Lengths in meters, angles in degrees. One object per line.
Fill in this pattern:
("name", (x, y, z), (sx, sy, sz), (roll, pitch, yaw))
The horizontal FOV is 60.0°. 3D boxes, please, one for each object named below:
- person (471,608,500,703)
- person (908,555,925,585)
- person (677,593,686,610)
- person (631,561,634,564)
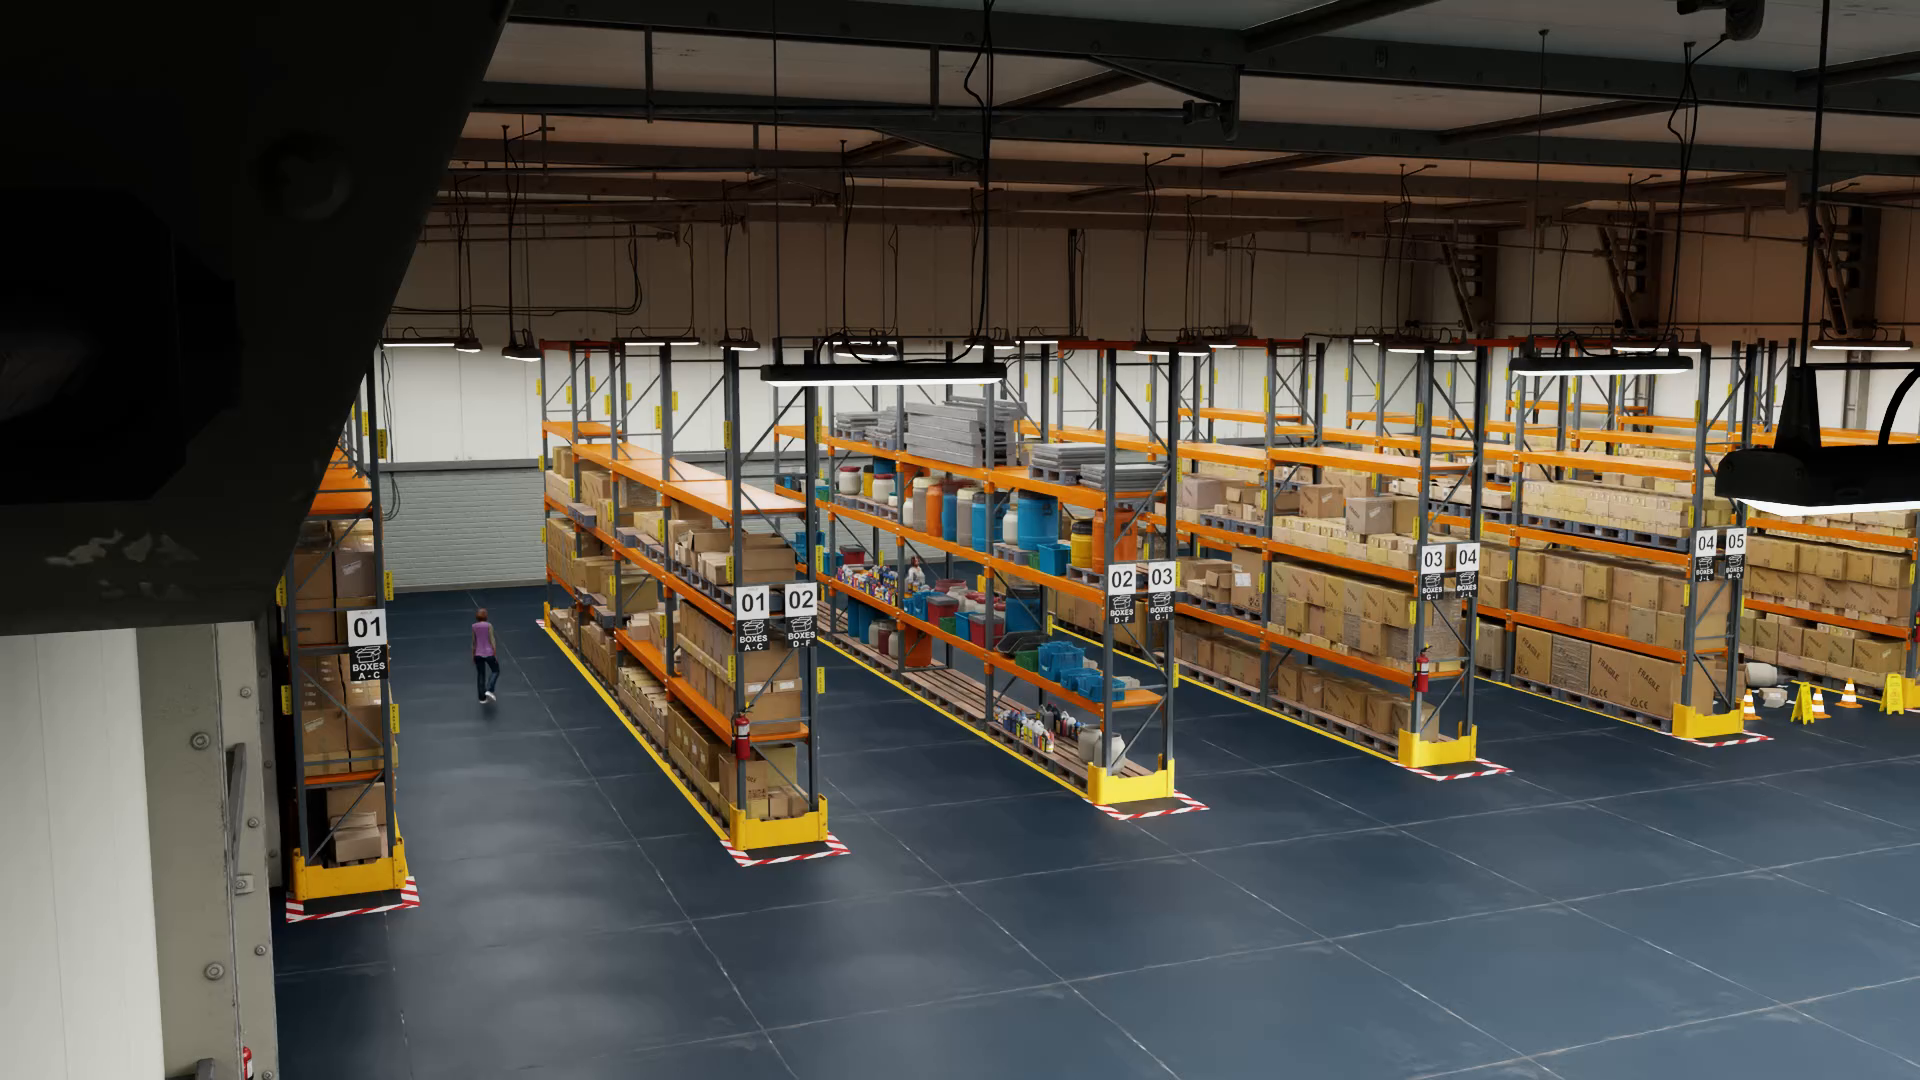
("person", (-7.944, 1.940, 27.736), (0.448, 1.599, 0.438), (1, 7, 8))
("person", (-0.878, 1.105, 34.039), (0.446, 1.592, 0.440), (3, 8, 24))
("person", (-5.433, 1.335, 32.098), (0.451, 1.623, 1.045), (-3, 8, -23))
("person", (-7.377, 0.792, 36.479), (0.996, 1.593, 0.505), (5, 9, 36))
